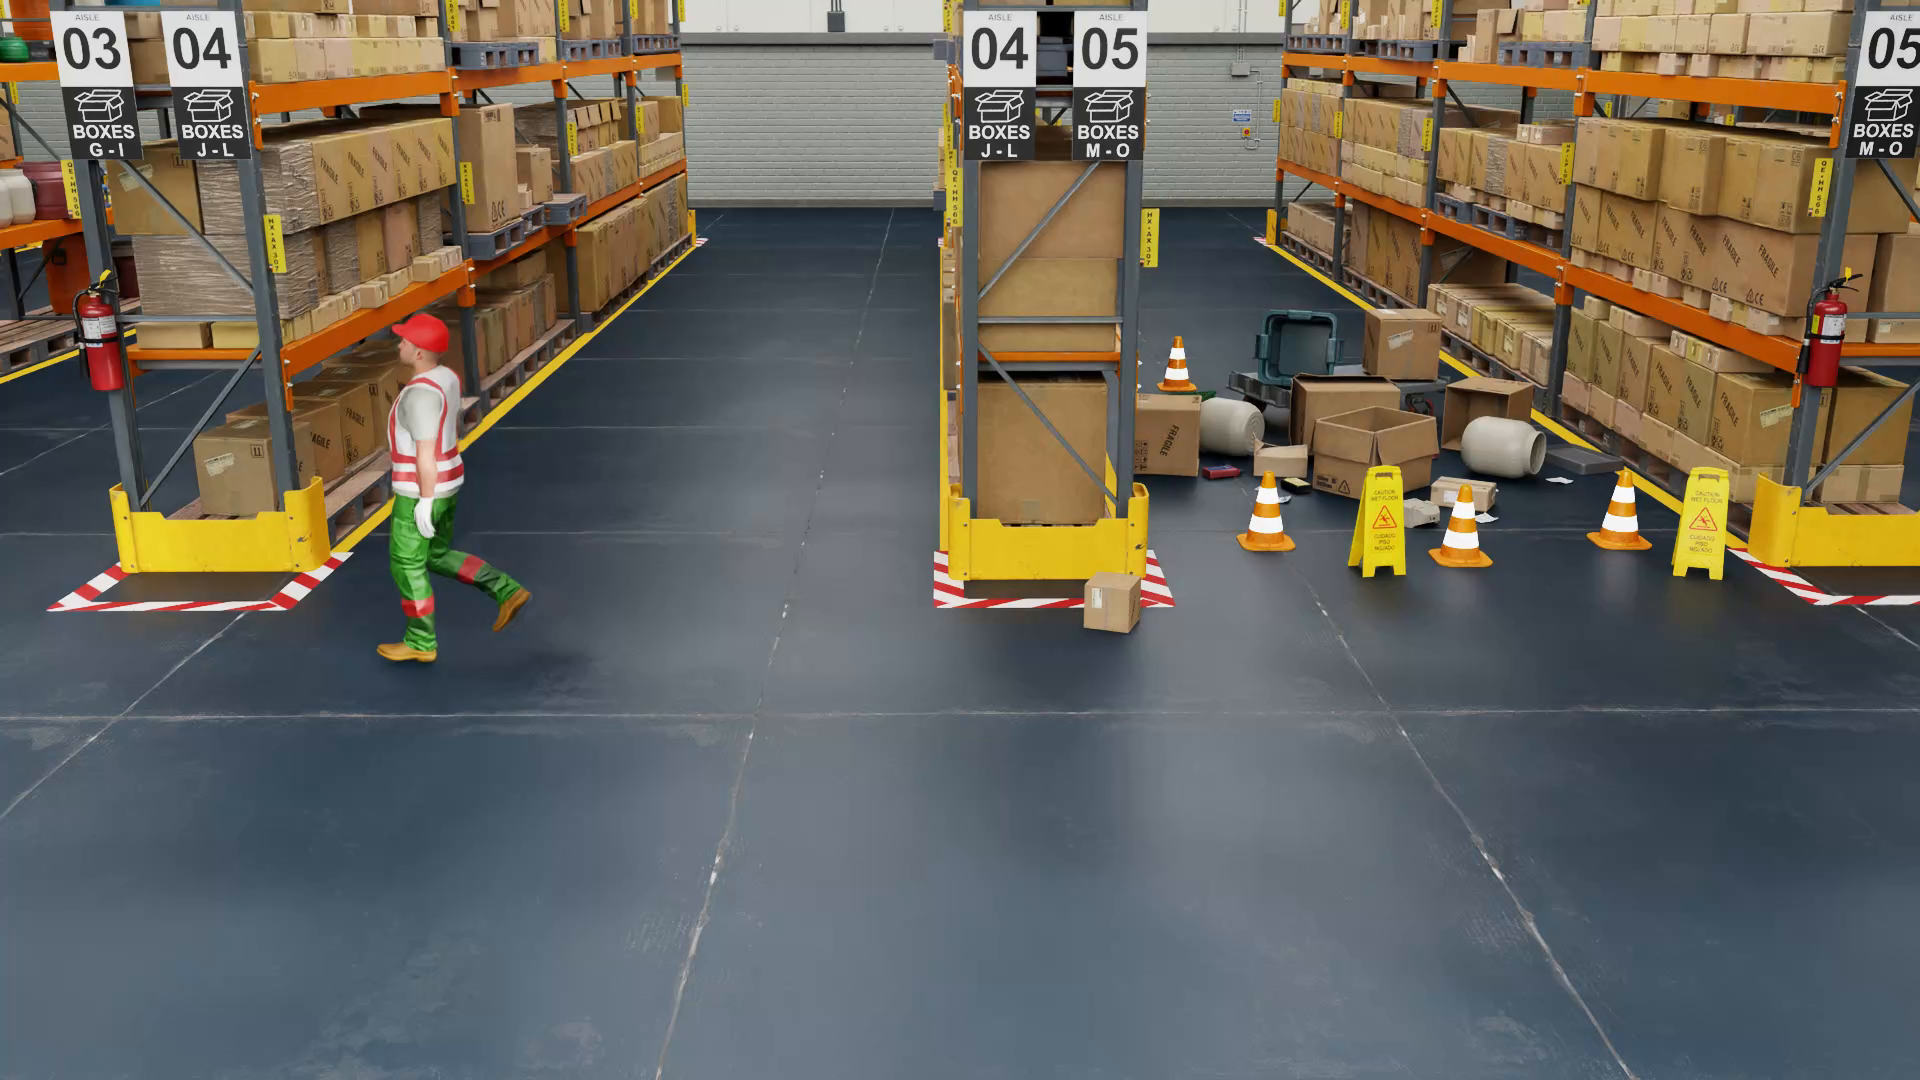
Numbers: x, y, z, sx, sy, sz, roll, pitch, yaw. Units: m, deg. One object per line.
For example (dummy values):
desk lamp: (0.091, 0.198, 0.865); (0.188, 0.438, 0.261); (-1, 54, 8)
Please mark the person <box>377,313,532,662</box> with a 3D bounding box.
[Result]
person: (-2.593, -0.252, 8.302); (0.772, 1.771, 0.534); (0, 17, 2)
